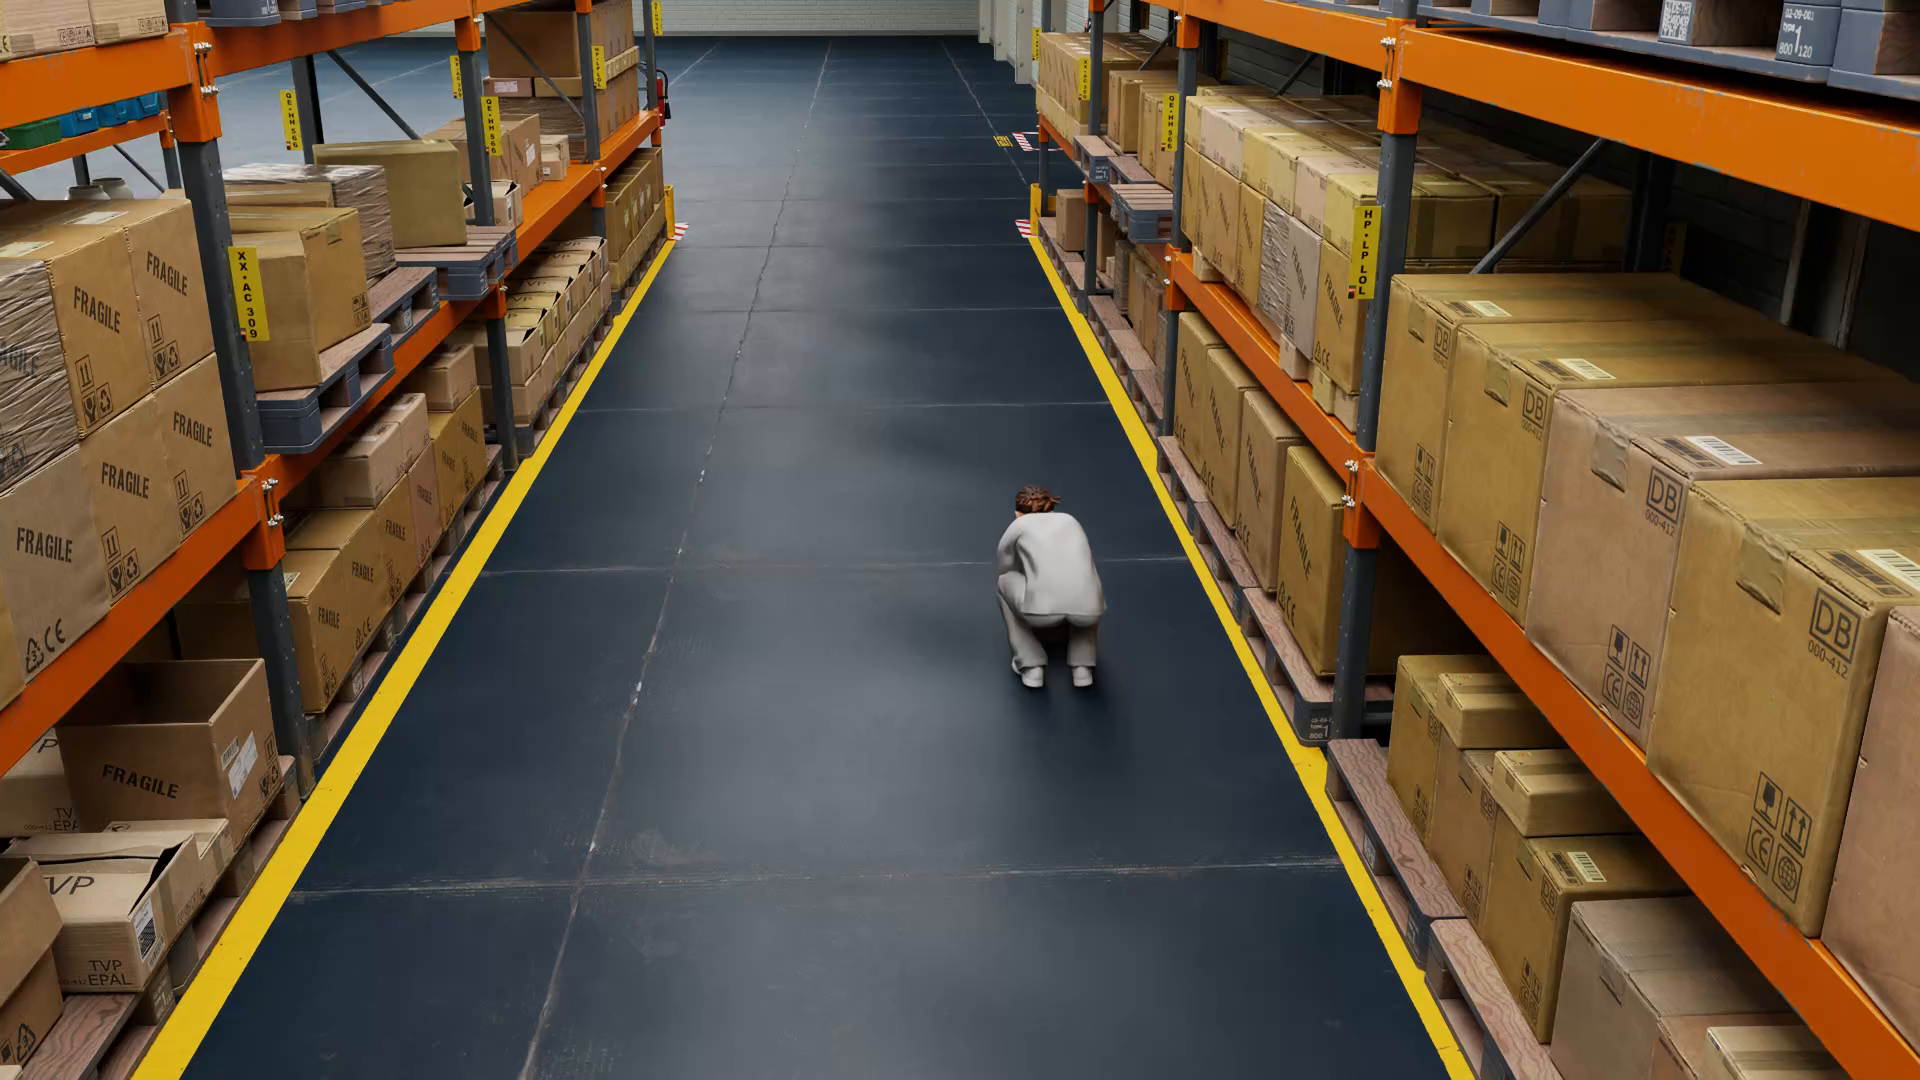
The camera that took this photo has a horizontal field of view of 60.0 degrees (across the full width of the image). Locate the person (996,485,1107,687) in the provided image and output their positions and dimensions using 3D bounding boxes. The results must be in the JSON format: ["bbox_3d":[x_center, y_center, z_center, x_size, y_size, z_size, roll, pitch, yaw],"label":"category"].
[{"bbox_3d":[0.402,0.233,7.399,0.470,0.801,0.837,-1,21,-4],"label":"person"}]
